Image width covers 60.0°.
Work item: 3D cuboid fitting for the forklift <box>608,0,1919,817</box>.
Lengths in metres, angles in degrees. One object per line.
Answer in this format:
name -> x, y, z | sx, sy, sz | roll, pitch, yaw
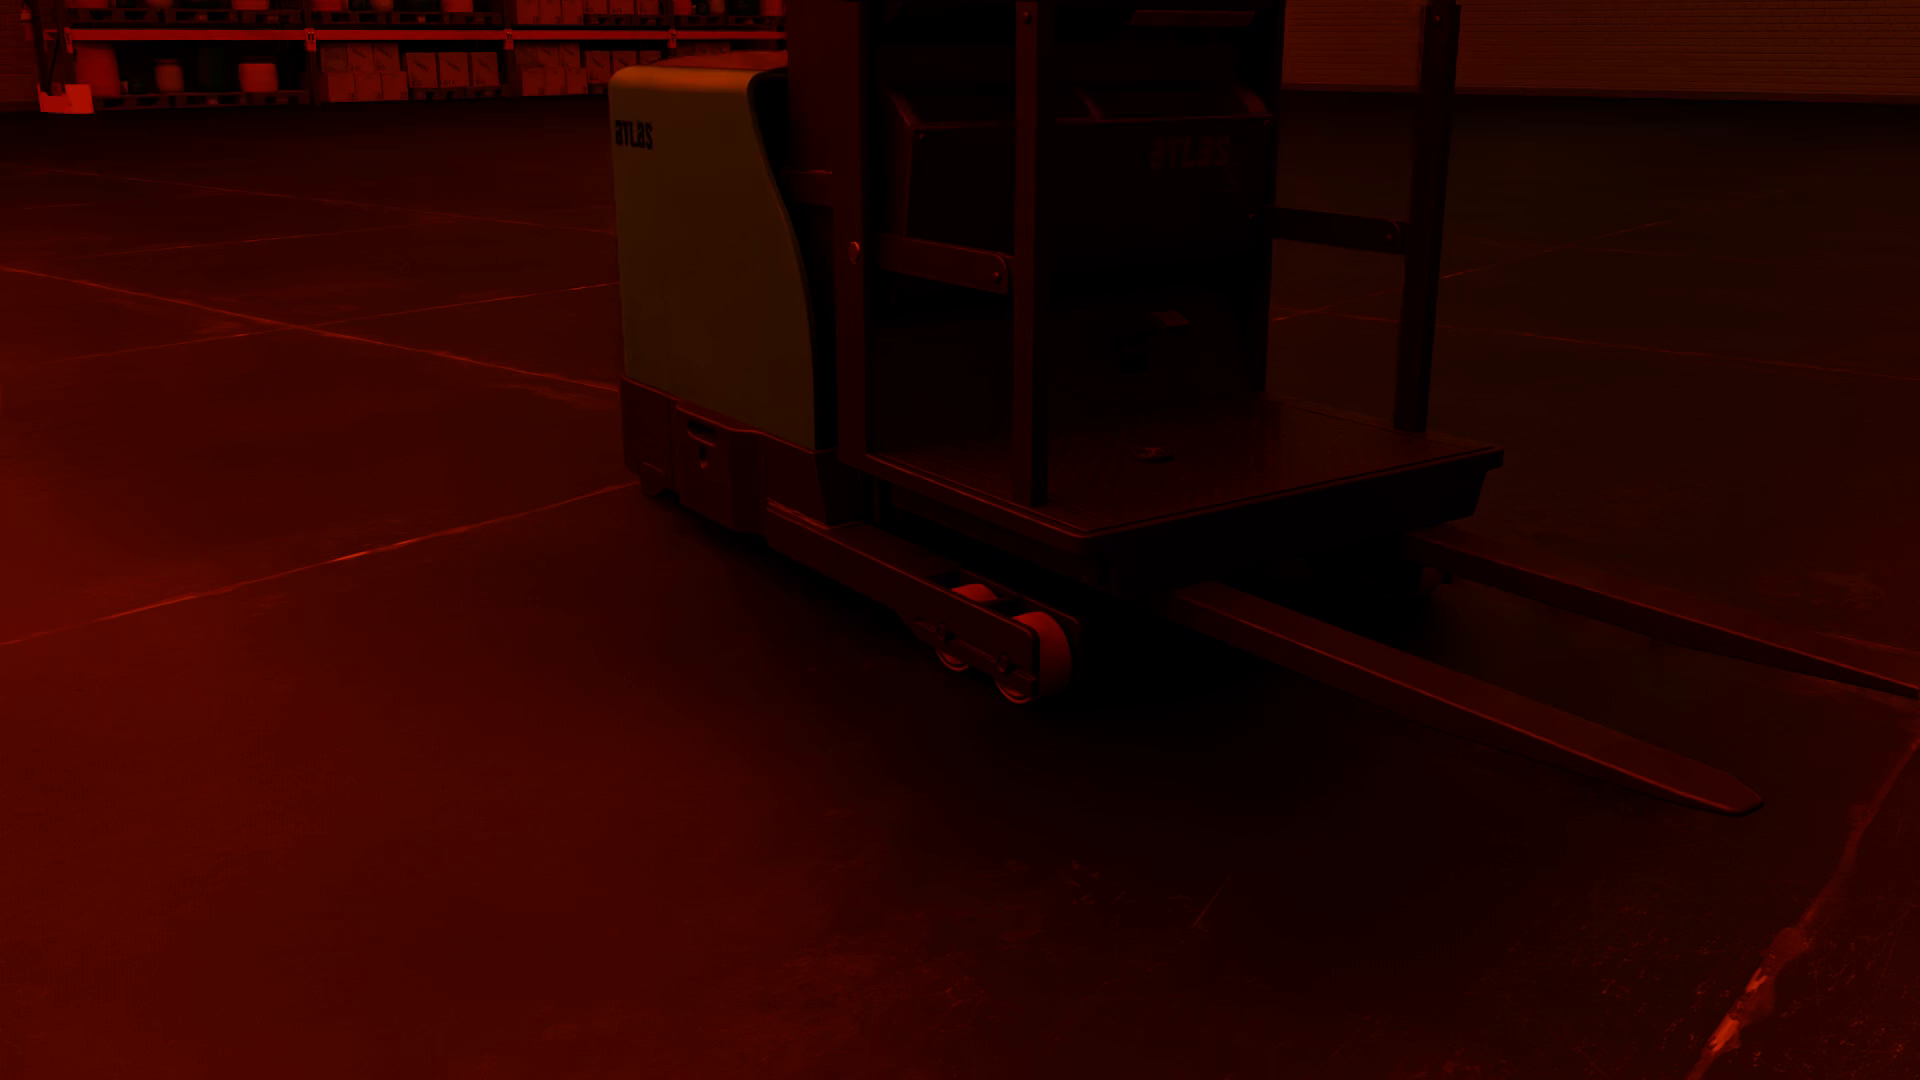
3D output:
forklift -> 0.375, -1.267, 3.069 | 1.130, 2.935, 3.031 | -11, 20, -33
